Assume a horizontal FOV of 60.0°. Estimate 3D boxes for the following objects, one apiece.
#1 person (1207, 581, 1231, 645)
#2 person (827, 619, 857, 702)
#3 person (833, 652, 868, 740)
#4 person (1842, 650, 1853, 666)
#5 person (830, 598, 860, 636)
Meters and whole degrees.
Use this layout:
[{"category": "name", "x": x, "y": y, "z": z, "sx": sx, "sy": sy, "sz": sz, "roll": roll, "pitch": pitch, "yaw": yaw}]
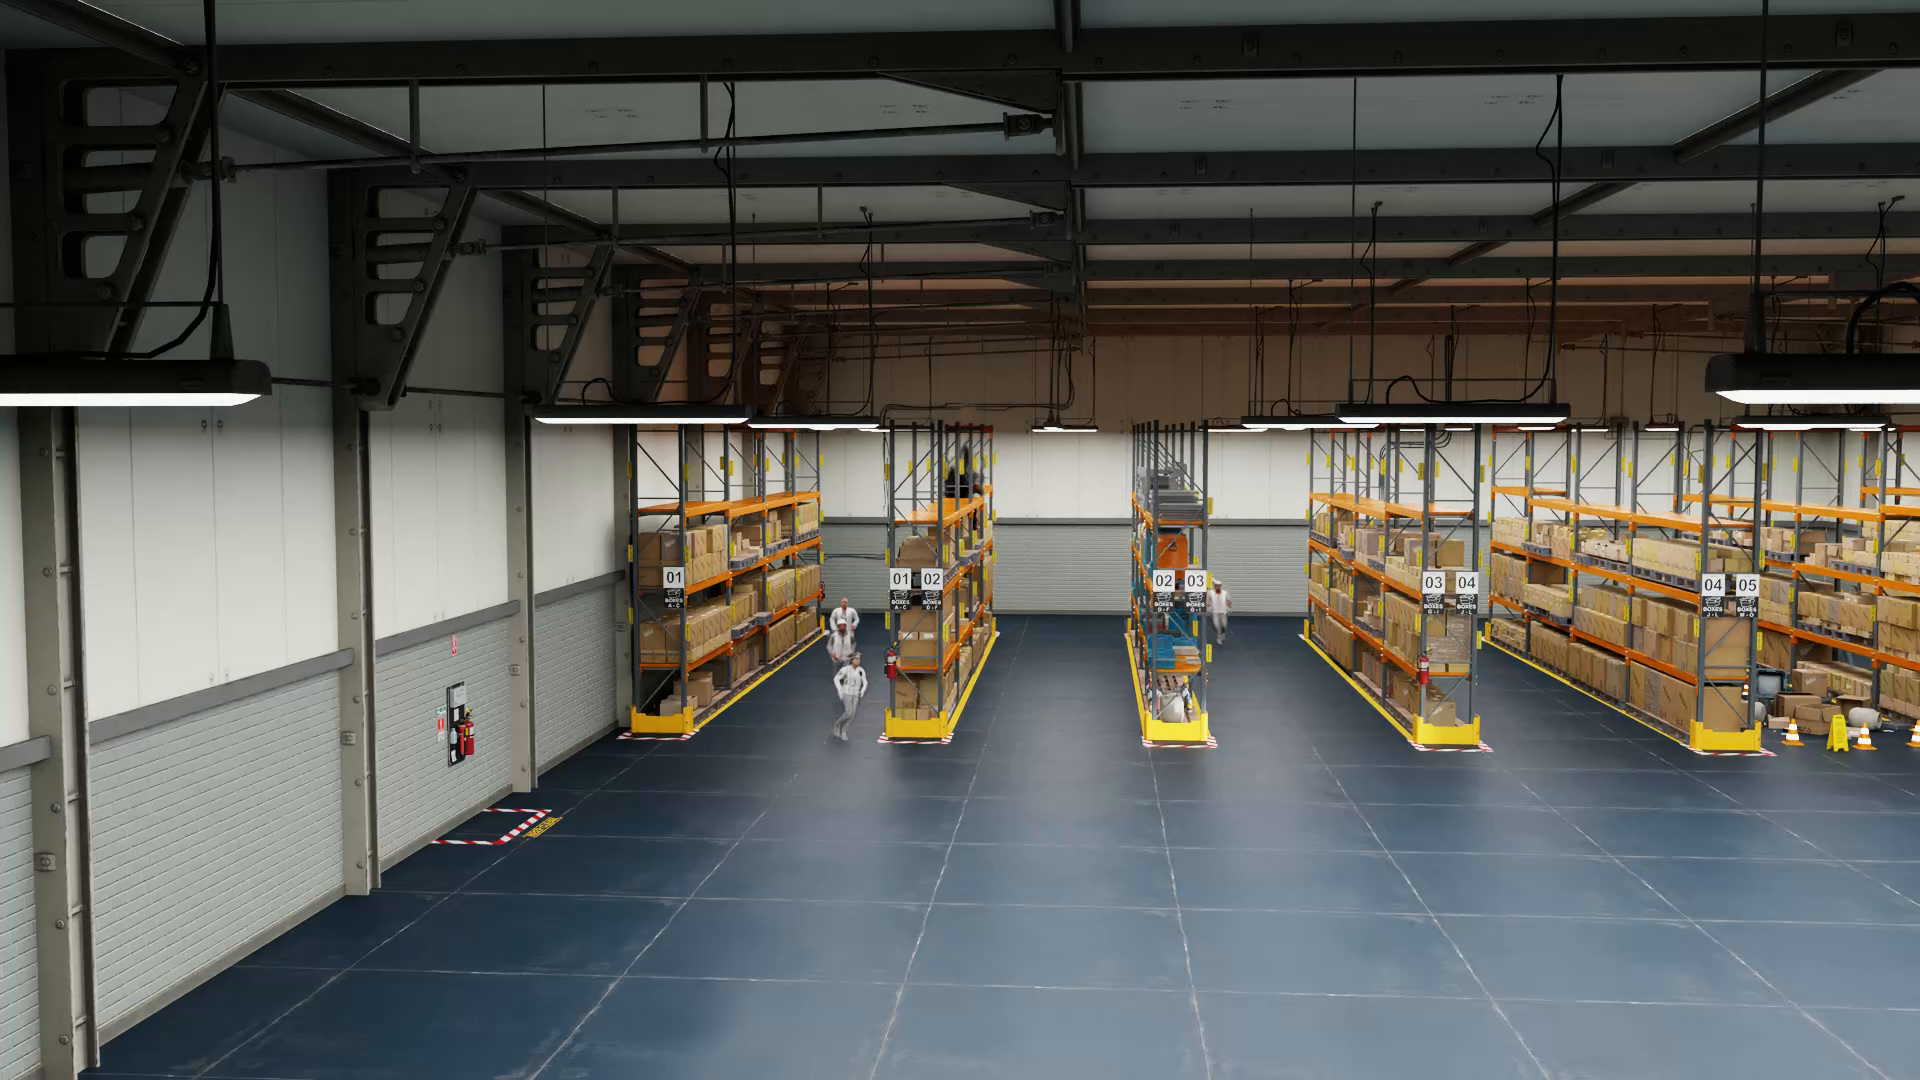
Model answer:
[{"category": "person", "x": 7.074, "y": 1.988, "z": 45.486, "sx": 0.704, "sy": 1.731, "sz": 0.601, "roll": 0, "pitch": 4, "yaw": 1}, {"category": "person", "x": -2.570, "y": 2.592, "z": 36.104, "sx": 0.643, "sy": 1.759, "sz": 0.999, "roll": 0, "pitch": 4, "yaw": -2}, {"category": "person", "x": -2.023, "y": 2.924, "z": 31.267, "sx": 0.647, "sy": 1.637, "sz": 0.501, "roll": -2, "pitch": 4, "yaw": -30}, {"category": "person", "x": 21.224, "y": 2.308, "z": 40.098, "sx": 0.710, "sy": 1.800, "sz": 0.894, "roll": 1, "pitch": 4, "yaw": 11}, {"category": "person", "x": -2.806, "y": 2.288, "z": 40.524, "sx": 0.722, "sy": 1.746, "sz": 0.628, "roll": 0, "pitch": 4, "yaw": -3}]
